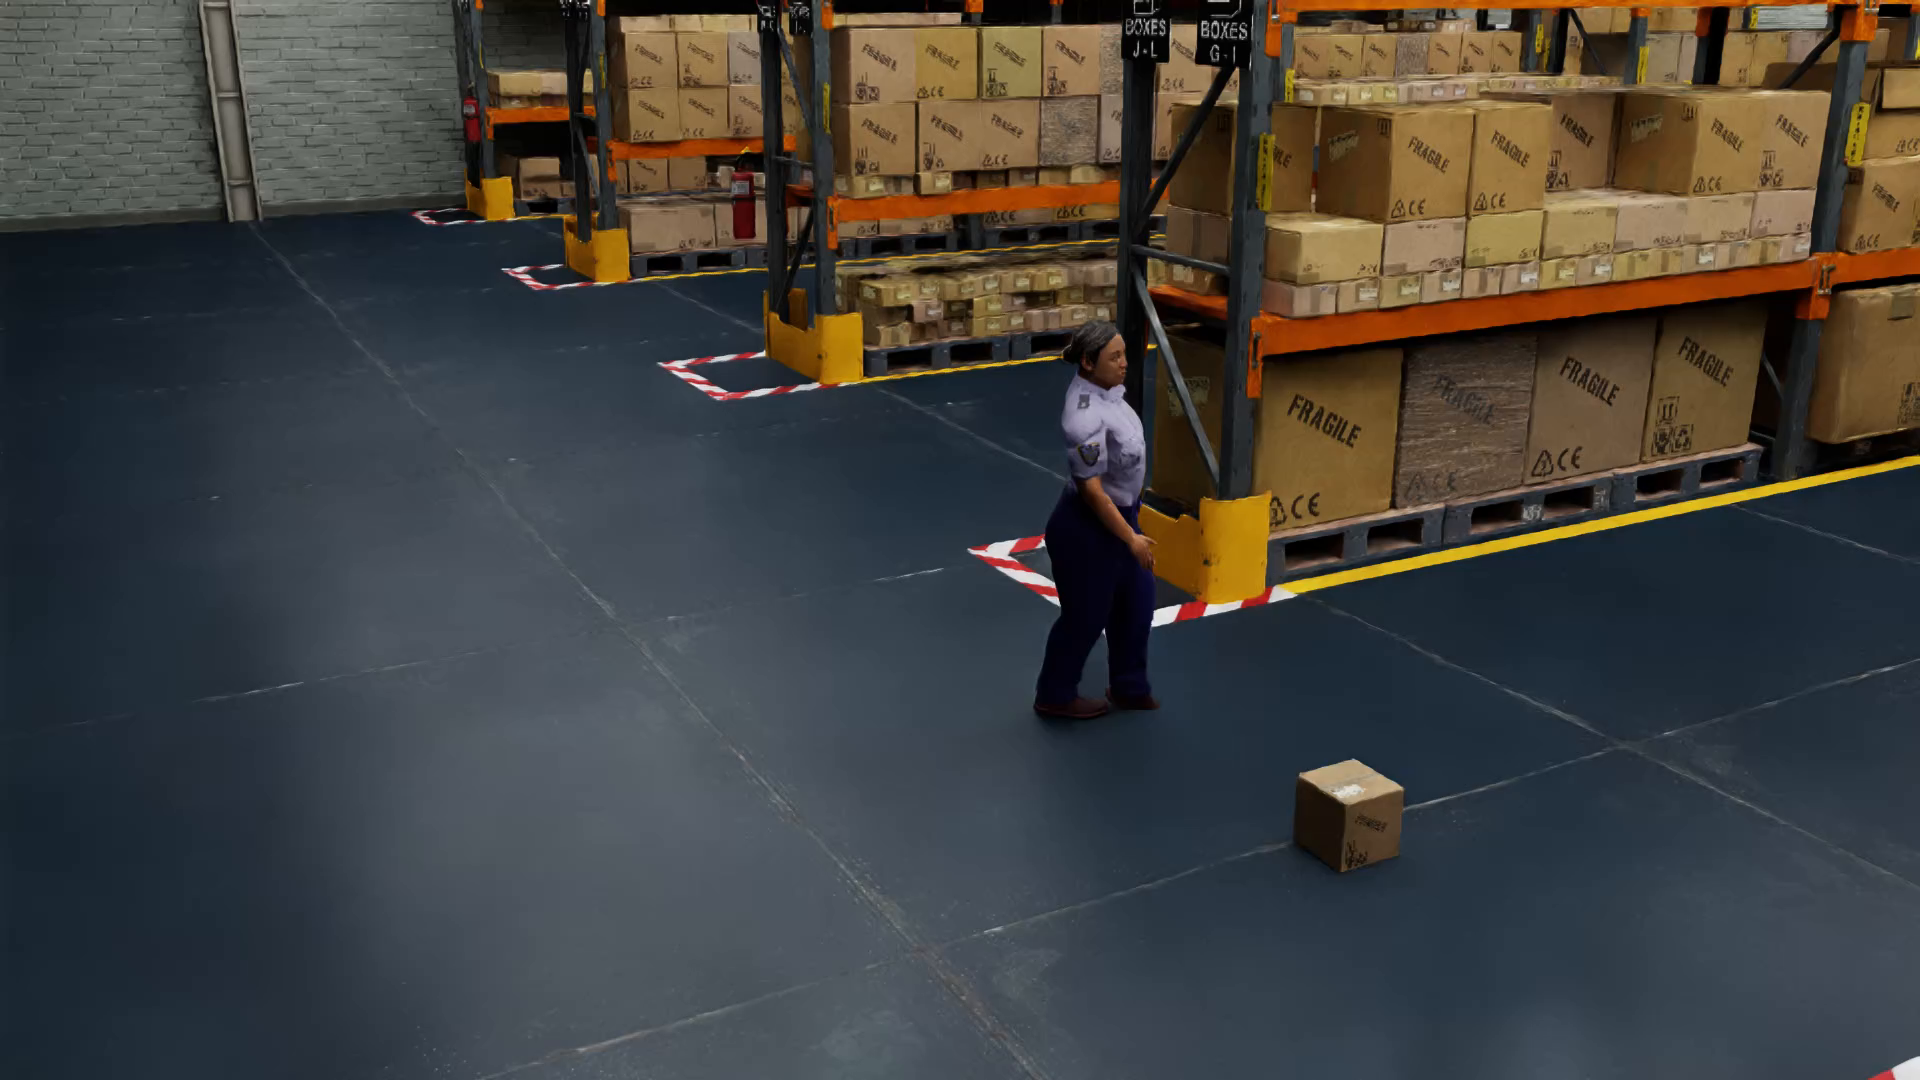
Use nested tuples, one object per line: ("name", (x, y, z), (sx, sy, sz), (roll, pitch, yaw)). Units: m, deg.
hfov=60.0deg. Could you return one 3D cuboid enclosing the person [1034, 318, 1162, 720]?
("person", (0.542, -0.008, 6.268), (0.530, 1.687, 0.621), (4, 19, 12))
